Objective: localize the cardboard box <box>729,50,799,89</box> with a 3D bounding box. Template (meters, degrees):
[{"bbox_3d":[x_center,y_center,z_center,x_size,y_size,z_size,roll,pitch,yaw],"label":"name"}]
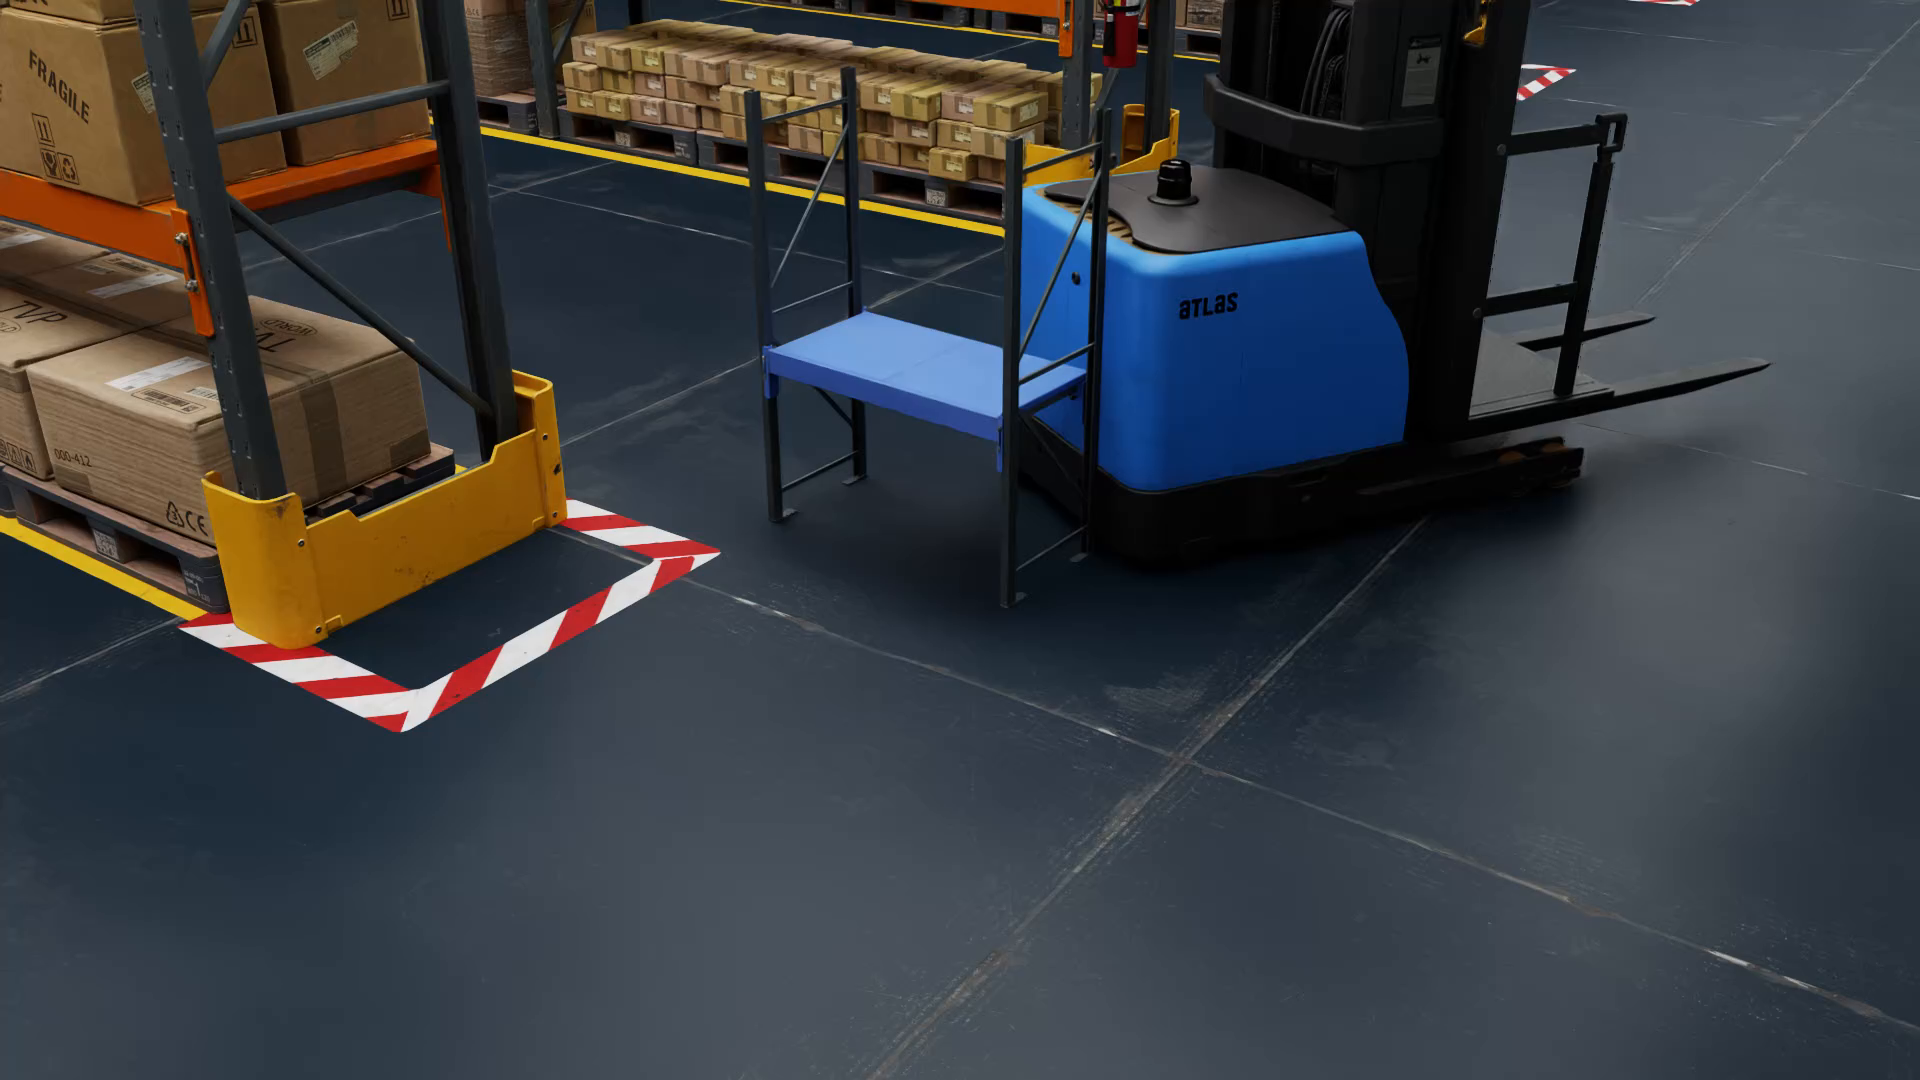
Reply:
[{"bbox_3d":[-1.180,-2.844,10.055,0.250,0.149,0.380,16,31,28],"label":"cardboard box"}]

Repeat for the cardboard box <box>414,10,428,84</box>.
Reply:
[{"bbox_3d":[-3.614,-3.462,11.538,0.500,0.500,0.500,16,31,29],"label":"cardboard box"}]

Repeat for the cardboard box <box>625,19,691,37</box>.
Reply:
[{"bbox_3d":[-1.998,-3.349,11.047,0.250,0.149,0.380,18,32,32],"label":"cardboard box"}]

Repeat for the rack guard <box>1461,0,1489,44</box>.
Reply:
[{"bbox_3d":[3.769,-3.842,12.748,0.348,0.500,1.175,17,32,30],"label":"rack guard"}]

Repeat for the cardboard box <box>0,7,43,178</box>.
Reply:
[{"bbox_3d":[-2.814,-1.461,5.204,0.500,0.500,0.500,17,31,29],"label":"cardboard box"}]

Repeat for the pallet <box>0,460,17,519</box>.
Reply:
[{"bbox_3d":[-3.566,-0.504,6.508,1.213,0.211,1.003,17,32,30],"label":"pallet"}]

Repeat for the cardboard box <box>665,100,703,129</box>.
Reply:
[{"bbox_3d":[-1.630,-2.705,10.437,0.250,0.149,0.380,17,31,29],"label":"cardboard box"}]

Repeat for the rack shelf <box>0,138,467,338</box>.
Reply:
[{"bbox_3d":[-3.510,-1.450,6.085,4.000,0.370,1.077,17,32,30],"label":"rack shelf"}]

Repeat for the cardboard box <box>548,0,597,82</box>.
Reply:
[{"bbox_3d":[-2.898,-3.523,11.658,0.500,0.500,0.500,19,32,32],"label":"cardboard box"}]

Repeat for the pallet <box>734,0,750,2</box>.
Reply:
[{"bbox_3d":[-2.237,-5.543,16.409,1.213,0.211,1.003,17,32,30],"label":"pallet"}]

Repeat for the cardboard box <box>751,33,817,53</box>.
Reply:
[{"bbox_3d":[-1.111,-3.106,10.570,0.250,0.149,0.380,16,31,28],"label":"cardboard box"}]

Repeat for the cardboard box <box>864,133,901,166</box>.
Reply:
[{"bbox_3d":[-0.343,-2.294,9.631,0.250,0.149,0.380,18,32,31],"label":"cardboard box"}]

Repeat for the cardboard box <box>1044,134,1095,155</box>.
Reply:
[{"bbox_3d":[0.608,-2.304,9.651,0.250,0.149,0.380,18,32,31],"label":"cardboard box"}]

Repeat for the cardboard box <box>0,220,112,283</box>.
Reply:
[{"bbox_3d":[-3.963,-0.899,6.570,0.875,0.438,0.875,16,31,29],"label":"cardboard box"}]

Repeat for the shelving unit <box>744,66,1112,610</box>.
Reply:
[{"bbox_3d":[-0.110,-0.680,5.433,1.048,1.500,0.538,19,33,33],"label":"shelving unit"}]

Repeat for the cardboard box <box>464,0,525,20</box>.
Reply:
[{"bbox_3d":[-3.196,-3.665,11.110,0.500,0.250,0.500,16,31,29],"label":"cardboard box"}]

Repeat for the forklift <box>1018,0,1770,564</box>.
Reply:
[{"bbox_3d":[1.725,-1.664,5.789,3.031,2.935,1.130,-12,29,-22],"label":"forklift"}]

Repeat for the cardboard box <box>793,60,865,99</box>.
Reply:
[{"bbox_3d":[-0.767,-2.709,9.790,0.250,0.149,0.380,16,31,29],"label":"cardboard box"}]

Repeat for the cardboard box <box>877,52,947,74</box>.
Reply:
[{"bbox_3d":[-0.286,-2.823,10.014,0.250,0.149,0.380,19,32,32],"label":"cardboard box"}]

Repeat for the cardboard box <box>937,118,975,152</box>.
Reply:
[{"bbox_3d":[0.077,-2.299,9.312,0.250,0.149,0.380,16,31,29],"label":"cardboard box"}]

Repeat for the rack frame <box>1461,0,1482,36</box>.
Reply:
[{"bbox_3d":[3.750,-4.962,12.193,0.127,3.000,1.000,17,32,30],"label":"rack frame"}]

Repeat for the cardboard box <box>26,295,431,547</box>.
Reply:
[{"bbox_3d":[-2.462,-0.434,5.658,0.875,0.438,0.875,16,31,29],"label":"cardboard box"}]

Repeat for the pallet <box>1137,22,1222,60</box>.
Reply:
[{"bbox_3d":[2.045,-4.209,13.788,1.213,0.211,1.003,17,32,30],"label":"pallet"}]

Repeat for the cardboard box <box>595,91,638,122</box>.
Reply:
[{"bbox_3d":[-2.101,-2.795,10.616,0.250,0.149,0.380,18,32,32],"label":"cardboard box"}]

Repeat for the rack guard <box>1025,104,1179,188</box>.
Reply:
[{"bbox_3d":[0.796,-2.039,9.206,0.348,0.500,1.175,17,32,30],"label":"rack guard"}]

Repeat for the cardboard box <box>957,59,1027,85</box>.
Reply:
[{"bbox_3d":[0.188,-2.715,9.803,0.250,0.149,0.380,17,32,30],"label":"cardboard box"}]

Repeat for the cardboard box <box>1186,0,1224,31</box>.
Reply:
[{"bbox_3d":[2.427,-4.570,13.303,0.875,0.875,0.875,17,32,30],"label":"cardboard box"}]

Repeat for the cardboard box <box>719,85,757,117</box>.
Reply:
[{"bbox_3d":[-1.234,-2.678,10.058,0.250,0.149,0.380,17,32,30],"label":"cardboard box"}]

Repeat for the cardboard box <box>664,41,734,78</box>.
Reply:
[{"bbox_3d":[-1.615,-2.979,10.320,0.250,0.149,0.380,16,31,29],"label":"cardboard box"}]

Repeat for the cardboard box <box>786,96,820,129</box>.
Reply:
[{"bbox_3d":[-0.803,-2.545,9.797,0.250,0.149,0.380,19,33,33],"label":"cardboard box"}]

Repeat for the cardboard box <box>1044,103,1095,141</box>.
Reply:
[{"bbox_3d":[0.572,-2.413,9.537,0.250,0.149,0.380,19,32,32],"label":"cardboard box"}]

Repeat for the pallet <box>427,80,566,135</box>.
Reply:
[{"bbox_3d":[-3.082,-3.117,11.643,1.213,0.211,1.003,17,32,30],"label":"pallet"}]

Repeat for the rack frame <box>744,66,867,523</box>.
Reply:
[{"bbox_3d":[-0.512,-0.821,5.710,0.032,1.500,0.500,19,33,33],"label":"rack frame"}]

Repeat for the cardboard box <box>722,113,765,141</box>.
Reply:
[{"bbox_3d":[-1.228,-2.546,10.125,0.250,0.149,0.380,16,31,29],"label":"cardboard box"}]

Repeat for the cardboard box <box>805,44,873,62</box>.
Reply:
[{"bbox_3d":[-0.739,-2.936,10.237,0.250,0.149,0.380,17,32,30],"label":"cardboard box"}]

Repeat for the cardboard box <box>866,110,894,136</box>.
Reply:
[{"bbox_3d":[-0.331,-2.452,9.613,0.250,0.149,0.380,17,31,30],"label":"cardboard box"}]

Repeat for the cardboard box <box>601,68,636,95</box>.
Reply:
[{"bbox_3d":[-2.062,-2.966,10.623,0.250,0.149,0.380,18,32,31],"label":"cardboard box"}]

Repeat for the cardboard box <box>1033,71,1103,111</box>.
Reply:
[{"bbox_3d":[0.619,-2.577,9.531,0.250,0.149,0.380,16,31,28],"label":"cardboard box"}]

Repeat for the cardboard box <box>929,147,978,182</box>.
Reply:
[{"bbox_3d":[0.037,-2.136,9.320,0.250,0.149,0.380,18,32,32],"label":"cardboard box"}]

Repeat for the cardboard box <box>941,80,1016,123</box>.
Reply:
[{"bbox_3d":[0.104,-2.443,9.267,0.250,0.149,0.380,18,32,31],"label":"cardboard box"}]

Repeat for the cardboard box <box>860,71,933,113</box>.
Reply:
[{"bbox_3d":[-0.359,-2.552,9.481,0.250,0.149,0.380,16,31,28],"label":"cardboard box"}]

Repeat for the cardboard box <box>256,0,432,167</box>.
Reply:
[{"bbox_3d":[-2.094,-1.532,5.343,0.500,0.500,0.500,17,32,30],"label":"cardboard box"}]

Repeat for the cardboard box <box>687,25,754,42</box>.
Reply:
[{"bbox_3d":[-1.556,-3.236,10.827,0.250,0.149,0.380,17,32,30],"label":"cardboard box"}]

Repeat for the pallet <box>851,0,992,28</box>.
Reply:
[{"bbox_3d":[-0.226,-4.916,15.178,1.213,0.211,1.003,17,32,30],"label":"pallet"}]

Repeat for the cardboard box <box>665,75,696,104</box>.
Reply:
[{"bbox_3d":[-1.620,-2.846,10.388,0.250,0.149,0.380,16,31,28],"label":"cardboard box"}]

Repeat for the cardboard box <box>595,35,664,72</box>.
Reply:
[{"bbox_3d":[-2.079,-3.084,10.527,0.250,0.149,0.380,19,33,33],"label":"cardboard box"}]

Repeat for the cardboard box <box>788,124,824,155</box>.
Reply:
[{"bbox_3d":[-0.803,-2.414,9.866,0.250,0.149,0.380,18,32,31],"label":"cardboard box"}]

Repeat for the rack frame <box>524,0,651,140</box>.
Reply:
[{"bbox_3d":[-2.439,-4.161,10.619,0.127,3.000,1.000,17,32,30],"label":"rack frame"}]

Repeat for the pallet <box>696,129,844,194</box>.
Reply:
[{"bbox_3d":[-0.856,-2.446,10.323,1.213,0.211,1.003,17,32,30],"label":"pallet"}]
